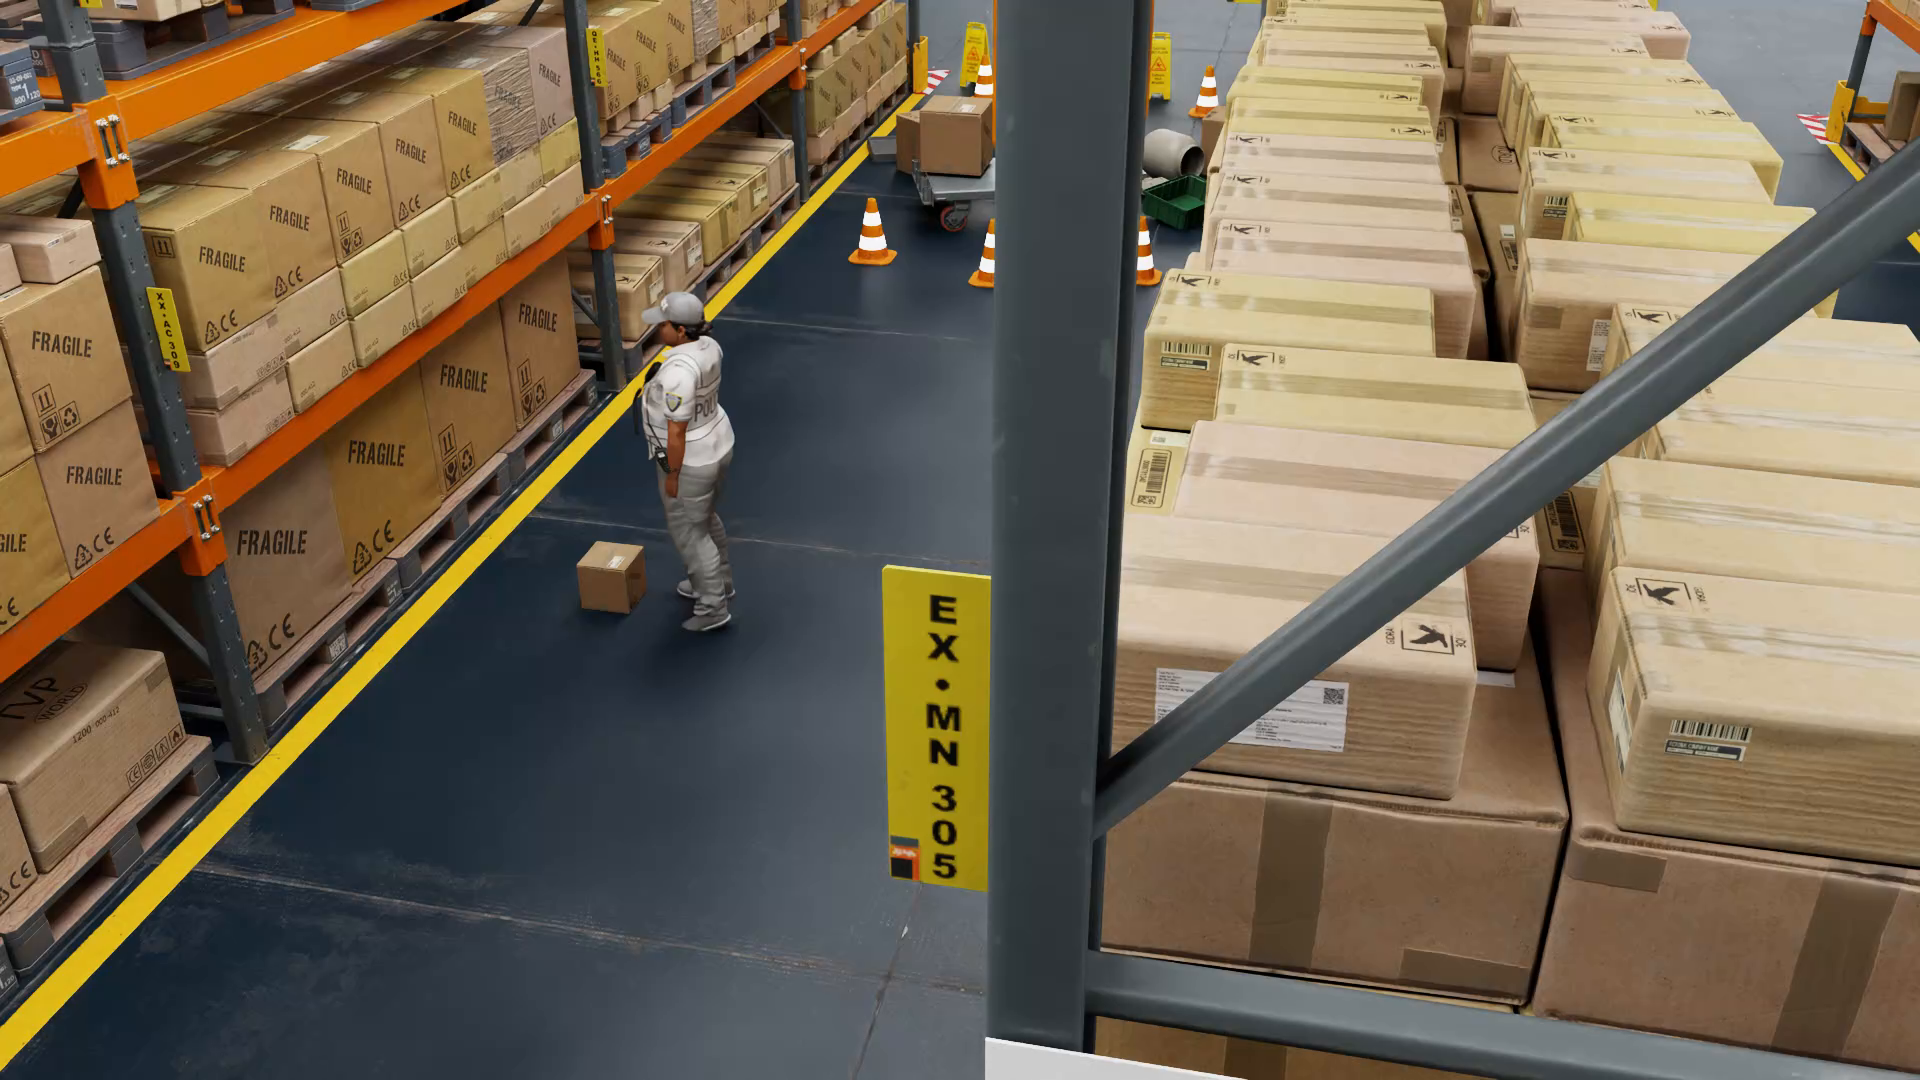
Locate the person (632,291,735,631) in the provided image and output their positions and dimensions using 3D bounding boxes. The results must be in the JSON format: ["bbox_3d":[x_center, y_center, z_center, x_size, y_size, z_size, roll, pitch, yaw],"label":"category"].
[{"bbox_3d":[-1.272,-0.352,7.820,0.387,1.715,0.469,7,30,12],"label":"person"}]
